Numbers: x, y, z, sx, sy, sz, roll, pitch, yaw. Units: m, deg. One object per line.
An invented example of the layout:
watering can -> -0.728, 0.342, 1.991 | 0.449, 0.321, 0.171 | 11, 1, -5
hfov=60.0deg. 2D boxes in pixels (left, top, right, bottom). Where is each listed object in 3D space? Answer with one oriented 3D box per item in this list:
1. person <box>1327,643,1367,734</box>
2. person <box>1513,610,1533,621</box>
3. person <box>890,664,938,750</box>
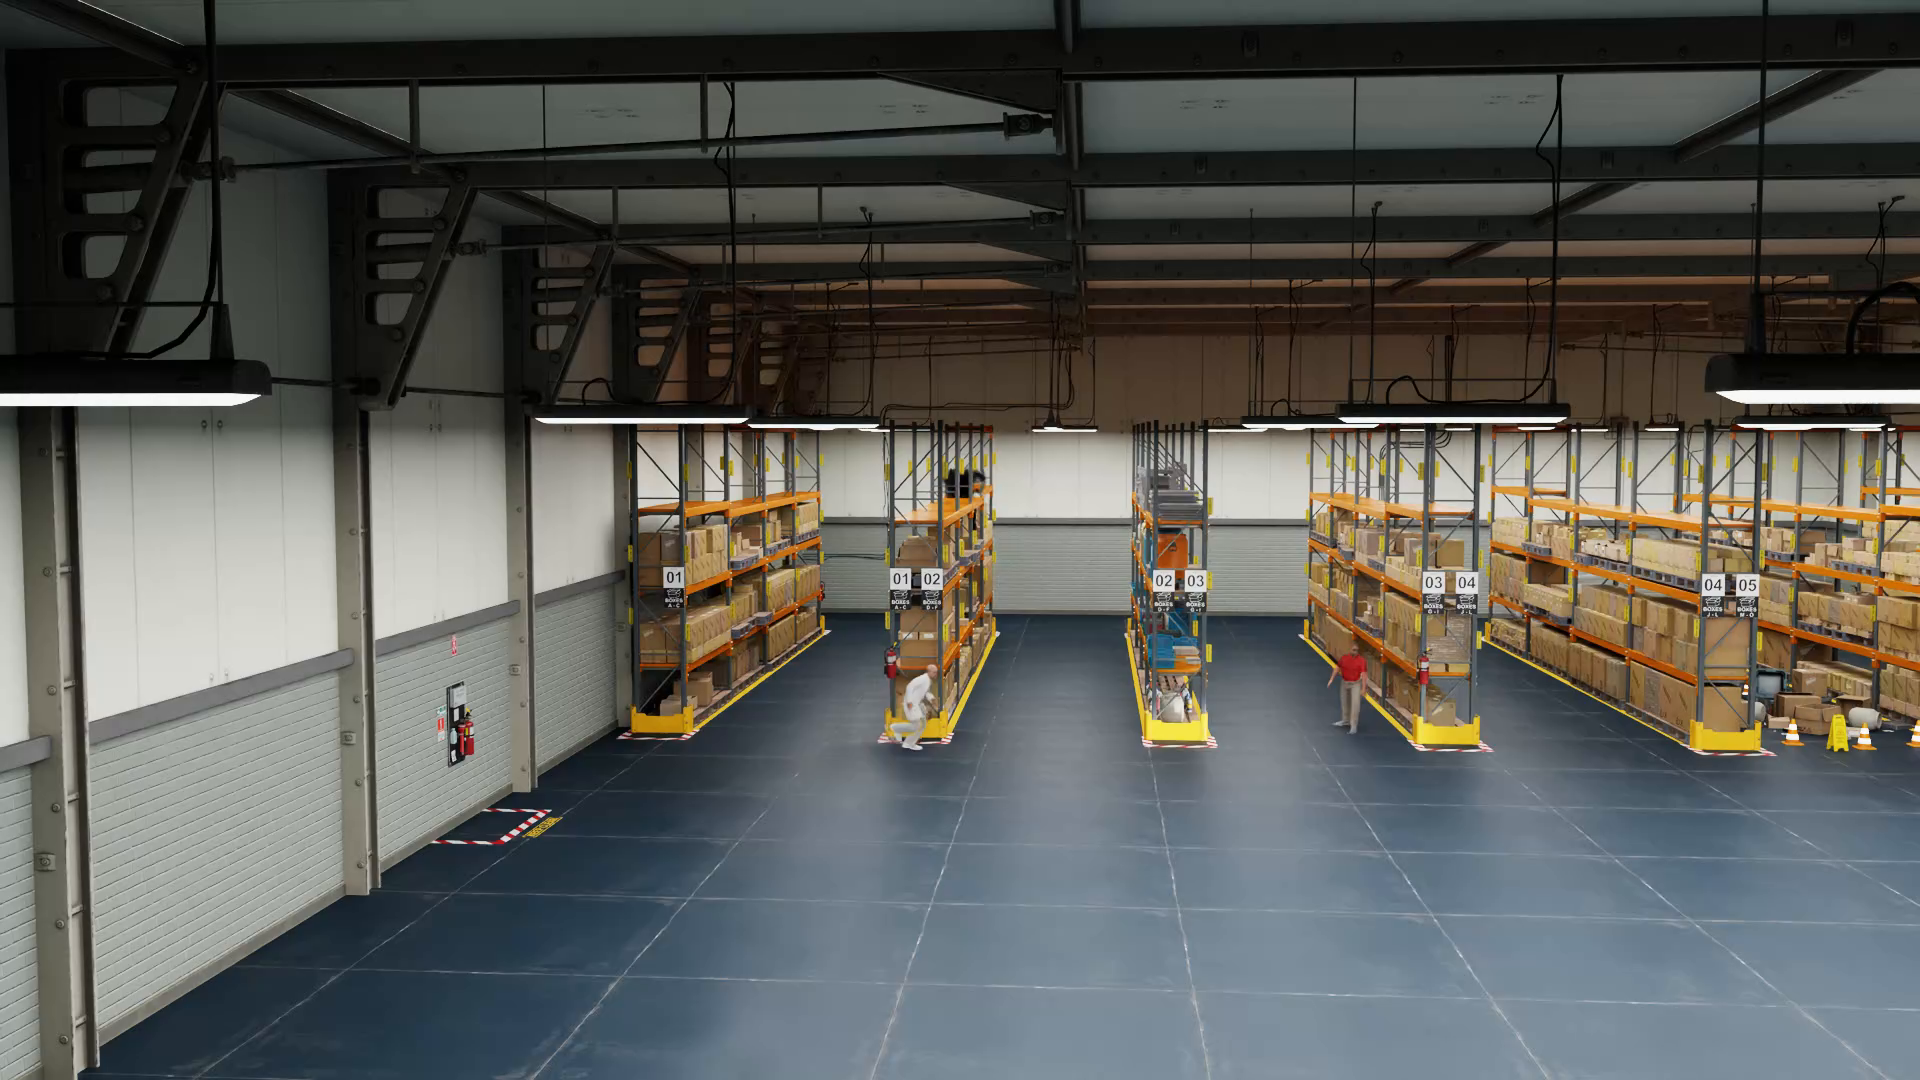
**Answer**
person -> 7.496, 2.834, 32.205 | 0.761, 1.715, 0.792 | 3, 5, 37
person -> 16.152, 1.819, 47.561 | 0.677, 1.761, 0.635 | 0, 4, -3
person -> -0.843, 3.033, 30.190 | 0.926, 1.590, 0.730 | 1, 4, 21
